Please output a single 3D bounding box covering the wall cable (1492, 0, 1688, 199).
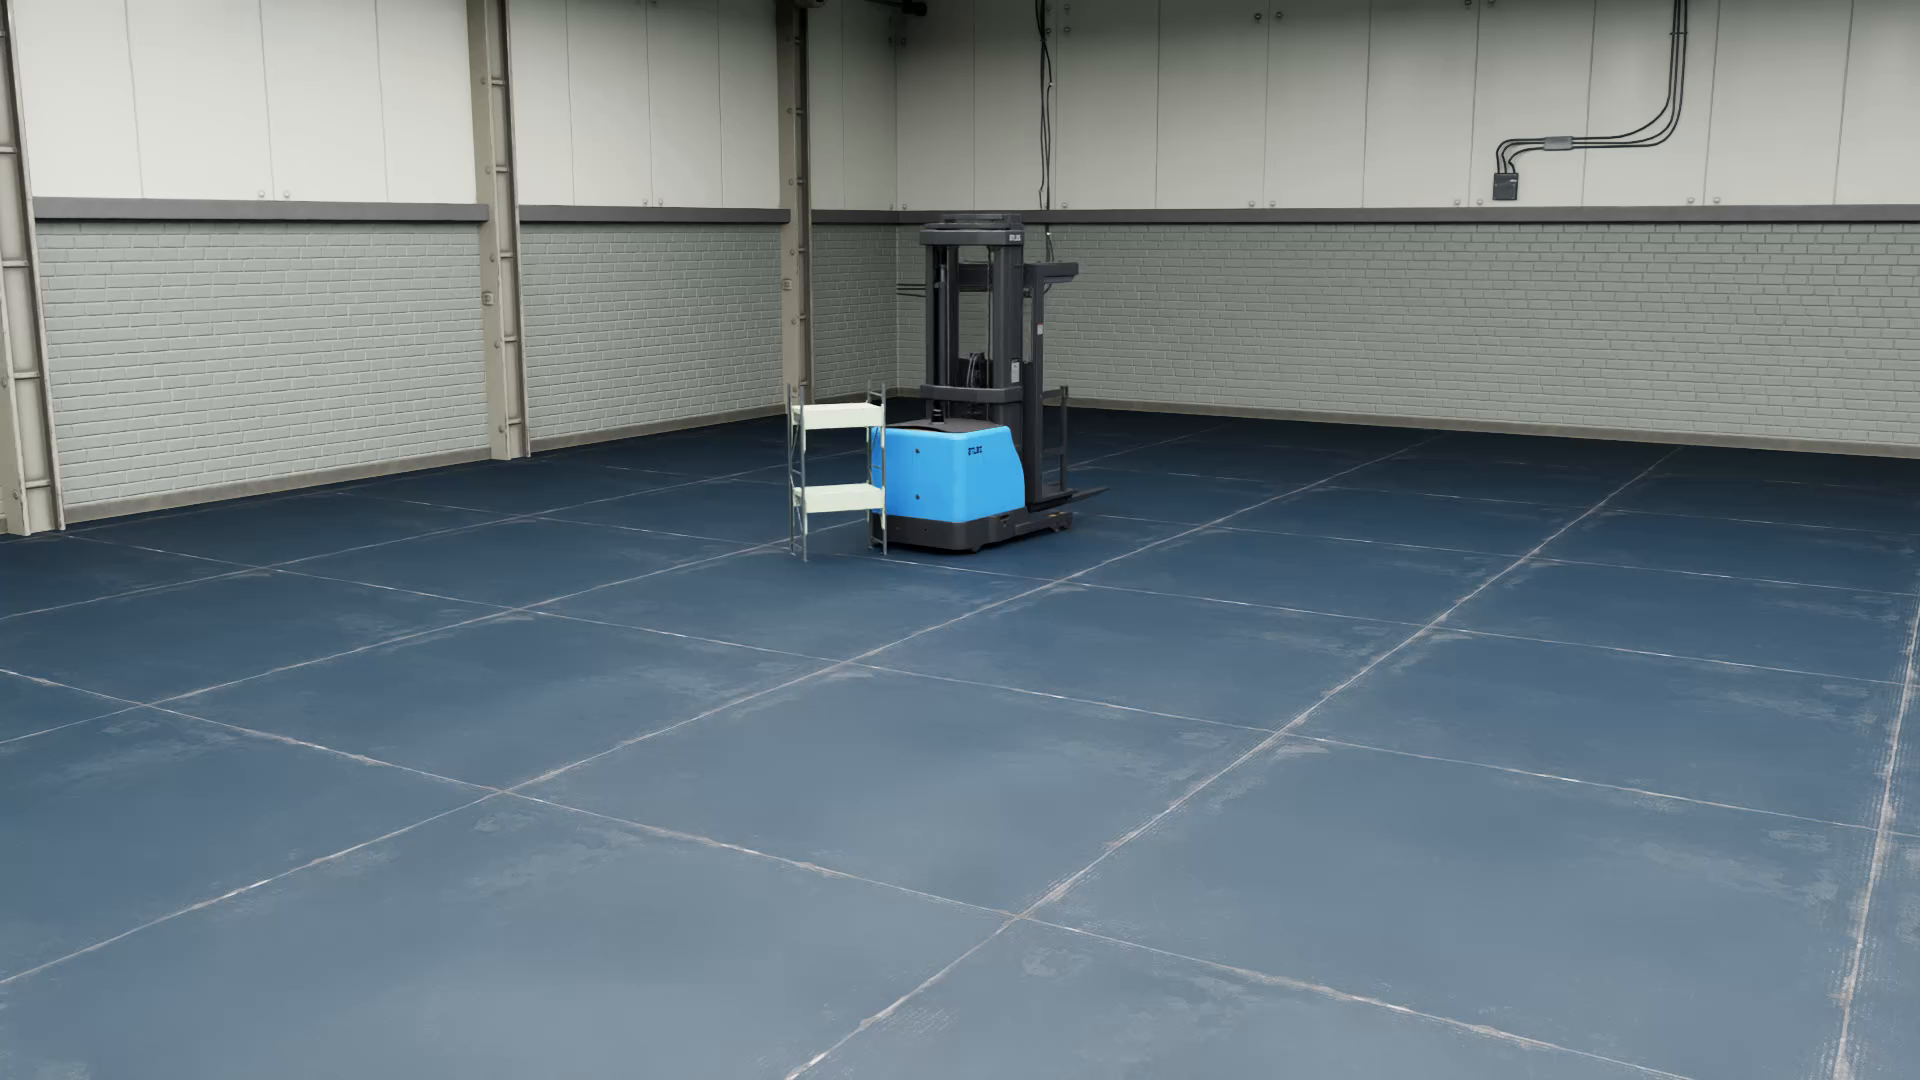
[{"bbox_3d":[8.272,-7.495,21.587,2.305,6.003,0.169,6,12,31],"label":"wall cable"}]

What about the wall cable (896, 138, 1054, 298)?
[{"bbox_3d":[0.166,-5.206,27.044,3.097,2.526,0.112,6,12,31],"label":"wall cable"}]

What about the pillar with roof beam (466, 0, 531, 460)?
[{"bbox_3d":[-1.929,-5.041,17.721,9.100,9.000,0.400,6,12,31],"label":"pillar with roof beam"}]

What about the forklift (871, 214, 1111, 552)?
[{"bbox_3d":[0.419,-1.562,15.627,1.130,2.935,3.031,7,13,33],"label":"forklift"}]

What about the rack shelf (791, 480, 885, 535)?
[{"bbox_3d":[-1.065,-0.287,14.477,0.720,0.370,0.431,-4,11,-22],"label":"rack shelf"}]

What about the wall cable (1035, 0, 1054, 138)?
[{"bbox_3d":[2.478,-7.430,25.199,3.097,2.526,0.112,6,12,31],"label":"wall cable"}]

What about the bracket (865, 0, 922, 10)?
[{"bbox_3d":[-1.051,-8.476,26.289,0.076,0.066,3.189,6,12,31],"label":"bracket"}]

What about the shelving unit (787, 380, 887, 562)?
[{"bbox_3d":[-1.065,-0.607,14.417,0.755,1.500,0.431,-4,11,-22],"label":"shelving unit"}]

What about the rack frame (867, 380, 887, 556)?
[{"bbox_3d":[-0.728,-0.633,14.556,0.023,1.500,0.400,-4,11,-22],"label":"rack frame"}]

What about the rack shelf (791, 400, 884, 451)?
[{"bbox_3d":[-1.065,-0.991,14.345,0.720,0.370,0.431,-4,11,-22],"label":"rack shelf"}]

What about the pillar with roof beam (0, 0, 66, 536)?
[{"bbox_3d":[-5.044,-4.097,12.680,9.100,9.000,0.400,6,12,31],"label":"pillar with roof beam"}]

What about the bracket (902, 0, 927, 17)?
[{"bbox_3d":[-0.744,-8.569,26.785,0.235,0.232,0.430,6,12,31],"label":"bracket"}]

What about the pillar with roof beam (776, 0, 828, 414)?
[{"bbox_3d":[1.186,-5.984,22.761,9.100,9.000,0.548,6,12,31],"label":"pillar with roof beam"}]

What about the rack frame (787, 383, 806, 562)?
[{"bbox_3d":[-1.403,-0.581,14.279,0.023,1.500,0.400,-4,11,-22],"label":"rack frame"}]
